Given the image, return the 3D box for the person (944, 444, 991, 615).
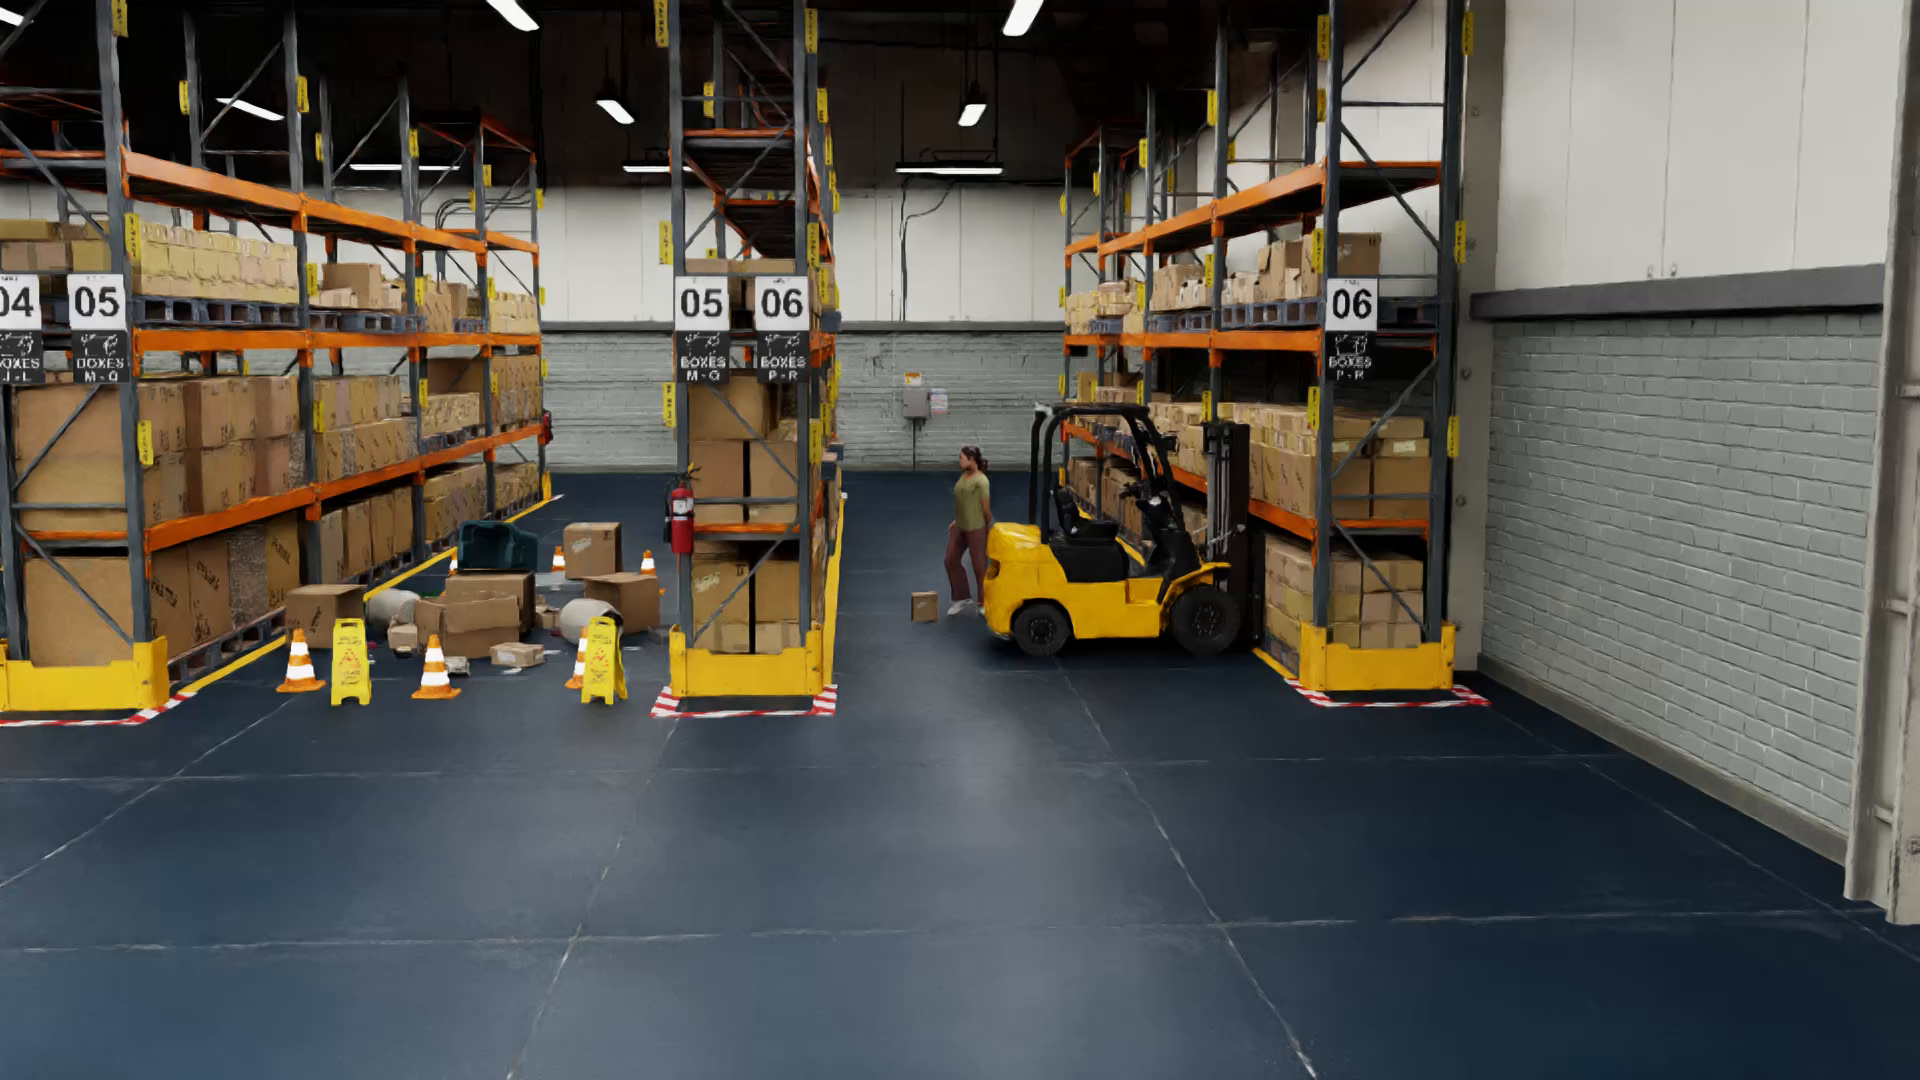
[{"bbox_3d":[0.101,-0.102,16.429,0.378,1.694,0.562,-5,9,-36],"label":"person"}]
